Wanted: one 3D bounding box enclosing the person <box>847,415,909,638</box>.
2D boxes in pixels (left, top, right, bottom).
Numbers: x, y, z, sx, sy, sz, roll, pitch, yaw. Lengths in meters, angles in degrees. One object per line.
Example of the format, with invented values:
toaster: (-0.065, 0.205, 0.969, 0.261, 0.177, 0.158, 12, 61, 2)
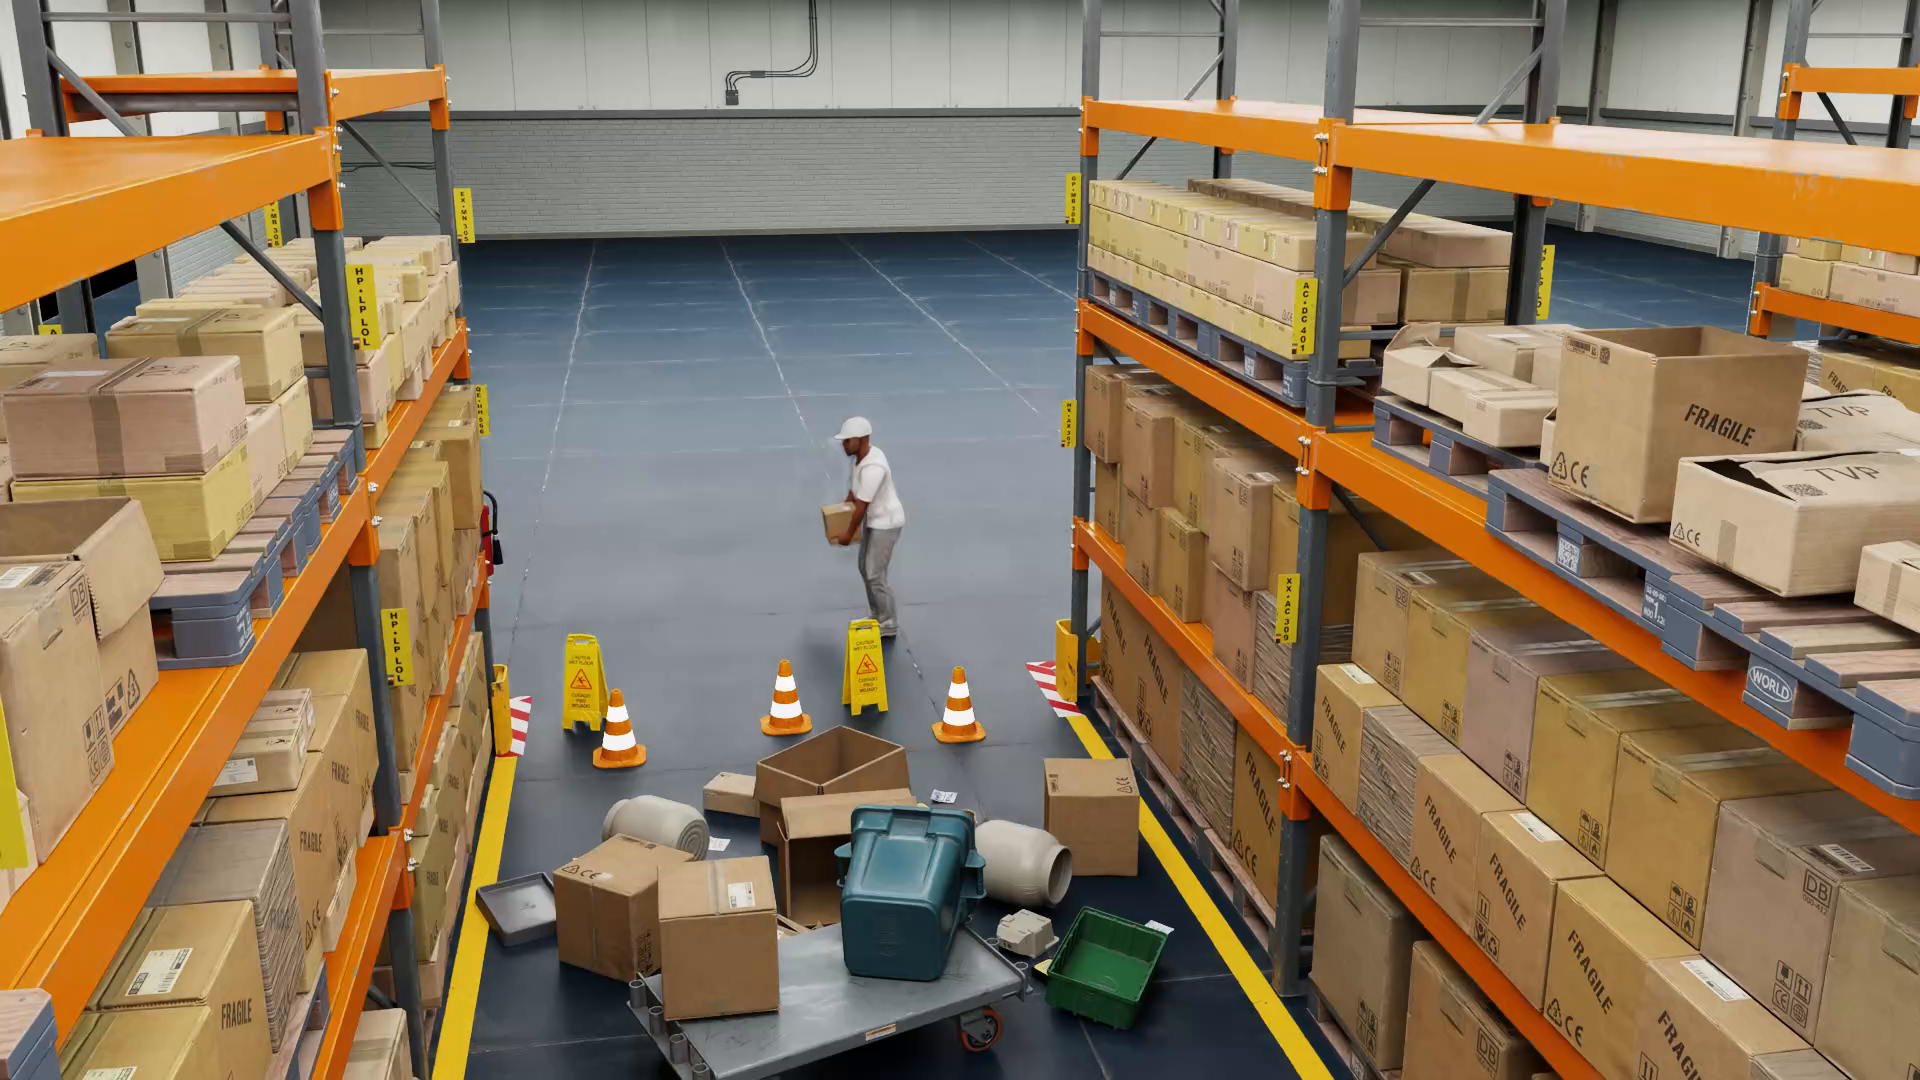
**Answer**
person: (-0.639, -0.116, 12.903, 0.459, 1.759, 0.631, -4, 17, -14)
